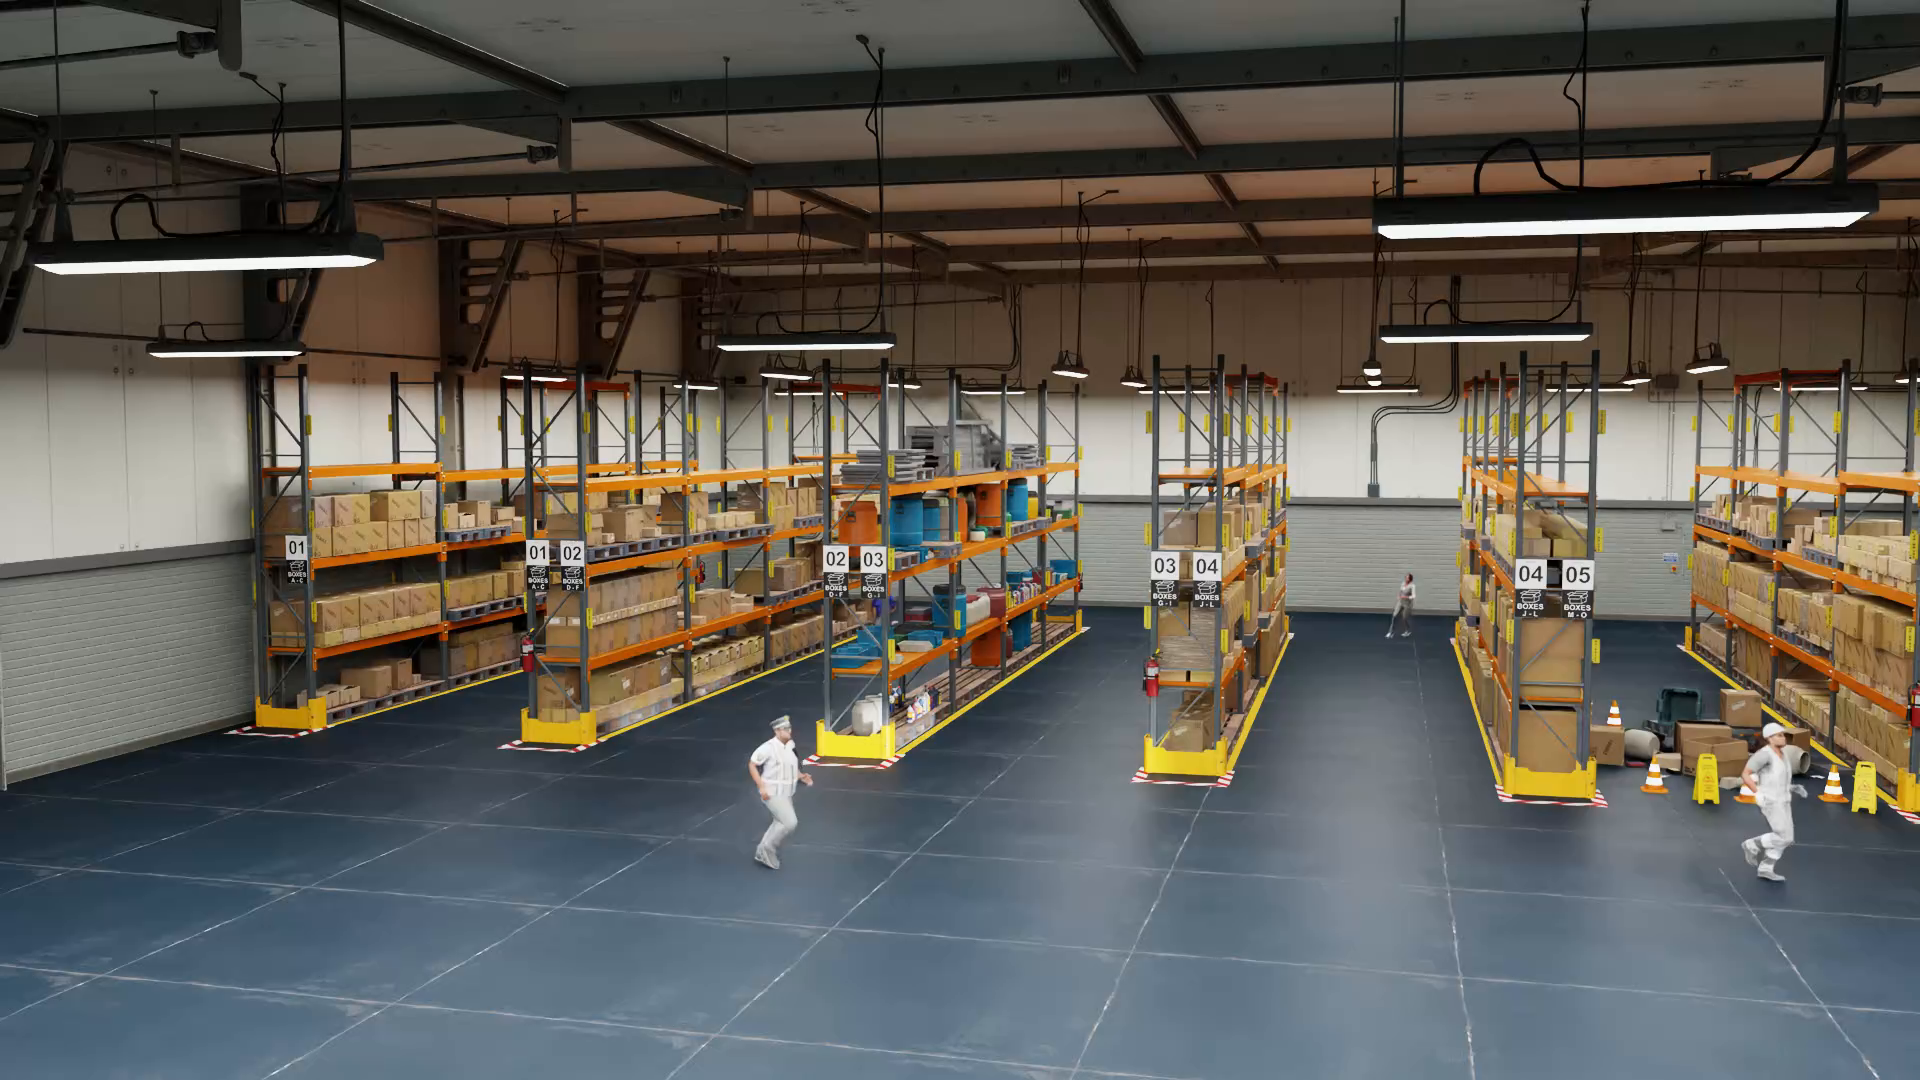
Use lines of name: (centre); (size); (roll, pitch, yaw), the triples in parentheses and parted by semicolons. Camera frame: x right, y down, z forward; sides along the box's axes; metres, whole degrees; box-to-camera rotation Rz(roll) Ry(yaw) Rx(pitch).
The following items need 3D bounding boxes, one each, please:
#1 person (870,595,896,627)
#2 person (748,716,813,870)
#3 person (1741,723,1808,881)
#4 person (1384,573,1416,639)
person: (-1.673, 1.698, 35.709); (0.575, 1.535, 0.724); (0, 4, 7)
person: (-2.025, 2.842, 18.774); (0.732, 1.745, 0.591); (2, 4, 26)
person: (8.948, 2.875, 18.265); (0.660, 1.738, 0.593); (-3, 5, -36)
person: (10.411, 1.541, 38.870); (0.728, 1.574, 0.658); (-3, 5, -40)
